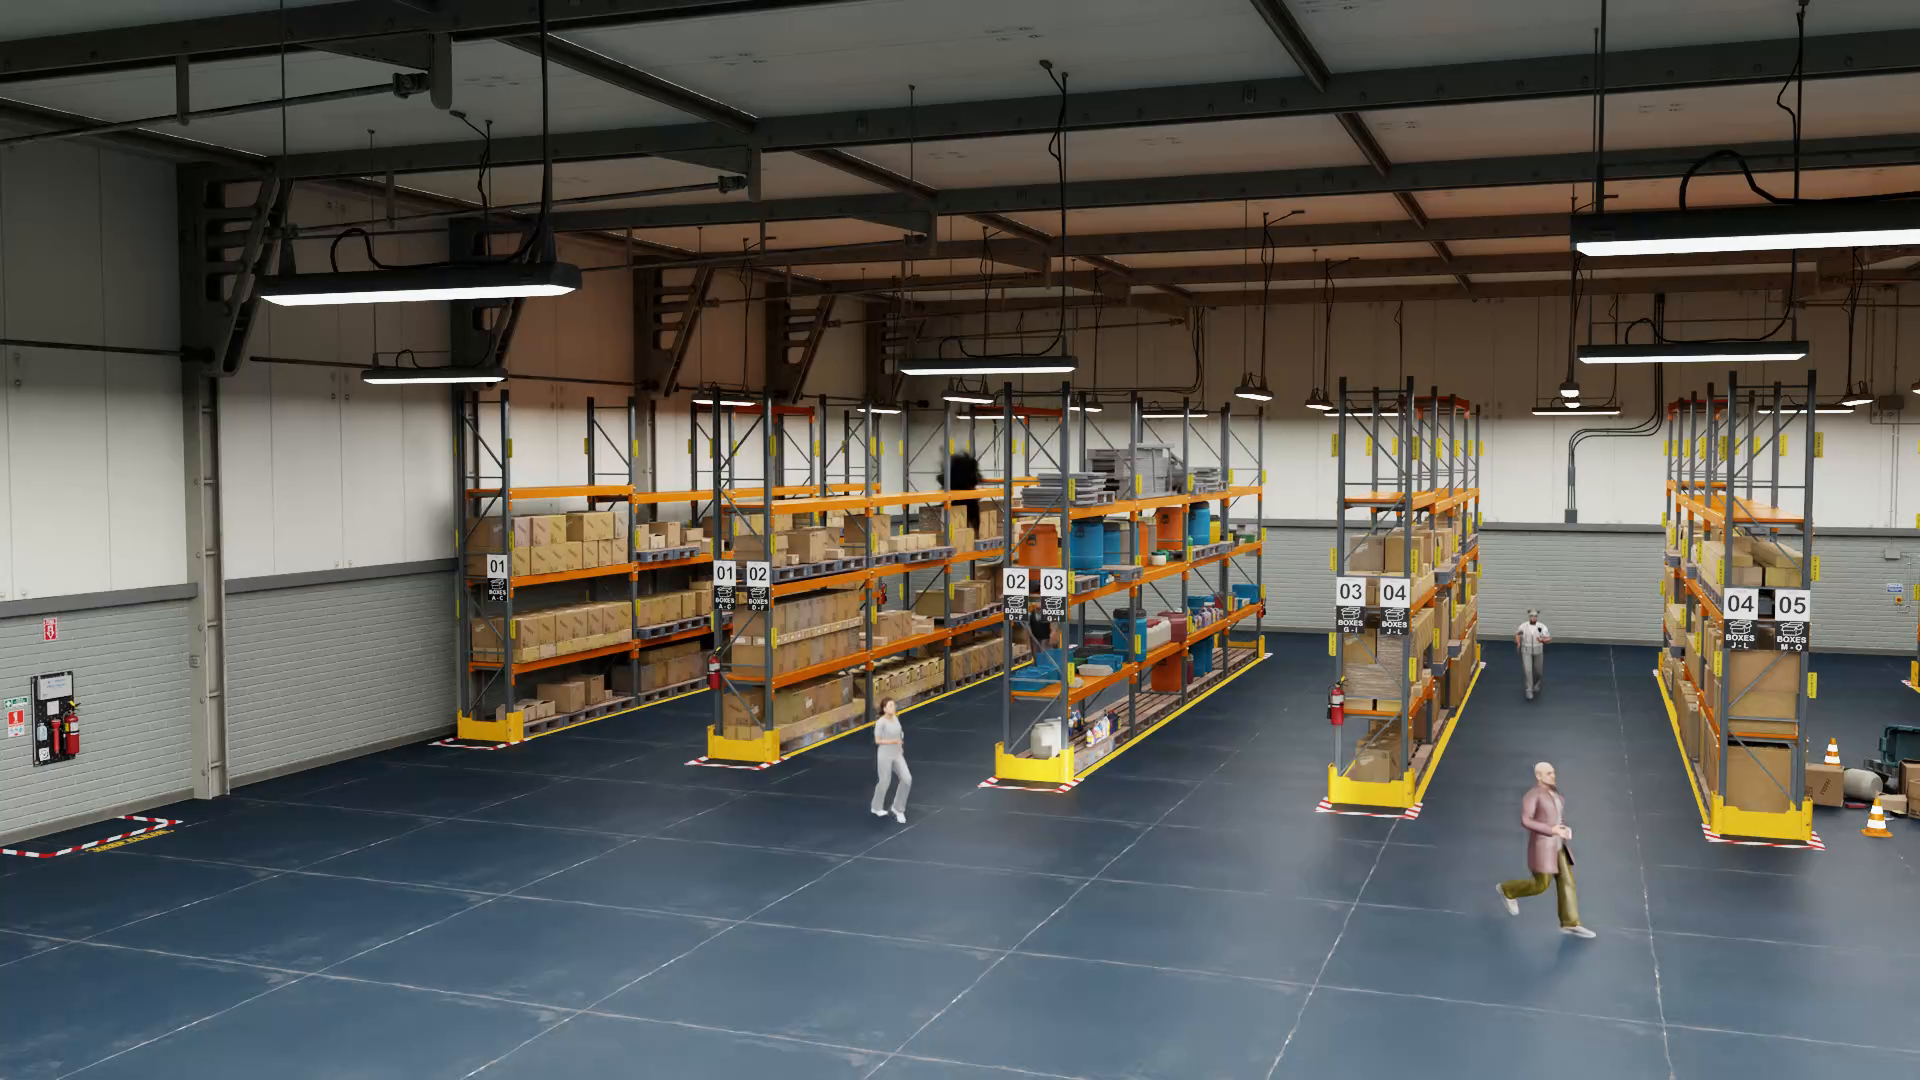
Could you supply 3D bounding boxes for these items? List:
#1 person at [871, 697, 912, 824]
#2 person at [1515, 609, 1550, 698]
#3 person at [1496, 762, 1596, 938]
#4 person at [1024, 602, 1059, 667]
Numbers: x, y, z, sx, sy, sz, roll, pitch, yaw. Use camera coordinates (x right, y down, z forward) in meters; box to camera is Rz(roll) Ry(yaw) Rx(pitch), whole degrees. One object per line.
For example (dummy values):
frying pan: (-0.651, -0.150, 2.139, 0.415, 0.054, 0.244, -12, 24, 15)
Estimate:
person: (-0.942, 2.949, 22.268, 0.542, 1.710, 0.731, -3, 4, -41)
person: (11.519, 2.257, 33.456, 0.668, 1.759, 0.983, 1, 3, 16)
person: (6.080, 3.167, 17.198, 0.724, 1.742, 1.079, -2, 4, -38)
person: (1.602, 2.052, 33.364, 0.685, 1.799, 0.693, 1, 3, 18)
